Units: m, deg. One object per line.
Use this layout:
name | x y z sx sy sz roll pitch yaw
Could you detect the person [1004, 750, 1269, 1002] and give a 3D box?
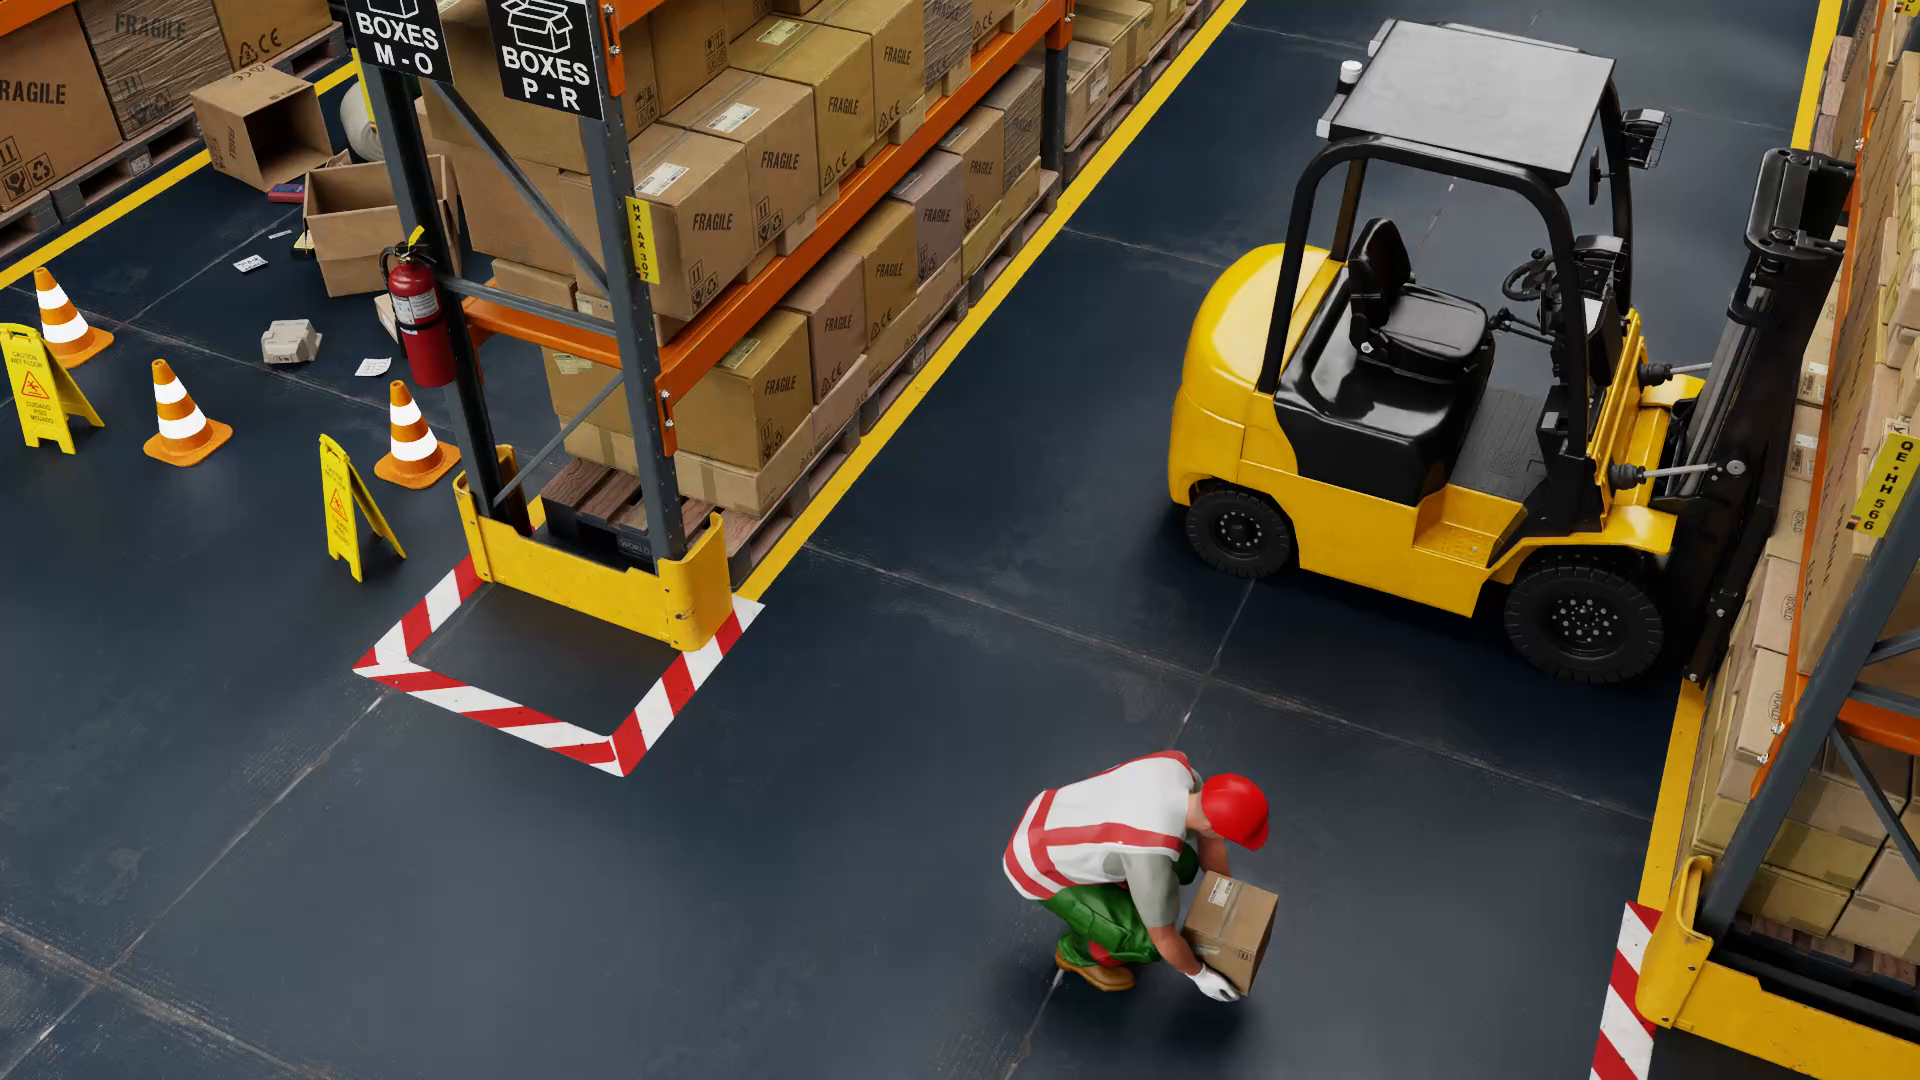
person | 0.597 1.072 5.540 0.875 0.991 0.565 17 44 19
